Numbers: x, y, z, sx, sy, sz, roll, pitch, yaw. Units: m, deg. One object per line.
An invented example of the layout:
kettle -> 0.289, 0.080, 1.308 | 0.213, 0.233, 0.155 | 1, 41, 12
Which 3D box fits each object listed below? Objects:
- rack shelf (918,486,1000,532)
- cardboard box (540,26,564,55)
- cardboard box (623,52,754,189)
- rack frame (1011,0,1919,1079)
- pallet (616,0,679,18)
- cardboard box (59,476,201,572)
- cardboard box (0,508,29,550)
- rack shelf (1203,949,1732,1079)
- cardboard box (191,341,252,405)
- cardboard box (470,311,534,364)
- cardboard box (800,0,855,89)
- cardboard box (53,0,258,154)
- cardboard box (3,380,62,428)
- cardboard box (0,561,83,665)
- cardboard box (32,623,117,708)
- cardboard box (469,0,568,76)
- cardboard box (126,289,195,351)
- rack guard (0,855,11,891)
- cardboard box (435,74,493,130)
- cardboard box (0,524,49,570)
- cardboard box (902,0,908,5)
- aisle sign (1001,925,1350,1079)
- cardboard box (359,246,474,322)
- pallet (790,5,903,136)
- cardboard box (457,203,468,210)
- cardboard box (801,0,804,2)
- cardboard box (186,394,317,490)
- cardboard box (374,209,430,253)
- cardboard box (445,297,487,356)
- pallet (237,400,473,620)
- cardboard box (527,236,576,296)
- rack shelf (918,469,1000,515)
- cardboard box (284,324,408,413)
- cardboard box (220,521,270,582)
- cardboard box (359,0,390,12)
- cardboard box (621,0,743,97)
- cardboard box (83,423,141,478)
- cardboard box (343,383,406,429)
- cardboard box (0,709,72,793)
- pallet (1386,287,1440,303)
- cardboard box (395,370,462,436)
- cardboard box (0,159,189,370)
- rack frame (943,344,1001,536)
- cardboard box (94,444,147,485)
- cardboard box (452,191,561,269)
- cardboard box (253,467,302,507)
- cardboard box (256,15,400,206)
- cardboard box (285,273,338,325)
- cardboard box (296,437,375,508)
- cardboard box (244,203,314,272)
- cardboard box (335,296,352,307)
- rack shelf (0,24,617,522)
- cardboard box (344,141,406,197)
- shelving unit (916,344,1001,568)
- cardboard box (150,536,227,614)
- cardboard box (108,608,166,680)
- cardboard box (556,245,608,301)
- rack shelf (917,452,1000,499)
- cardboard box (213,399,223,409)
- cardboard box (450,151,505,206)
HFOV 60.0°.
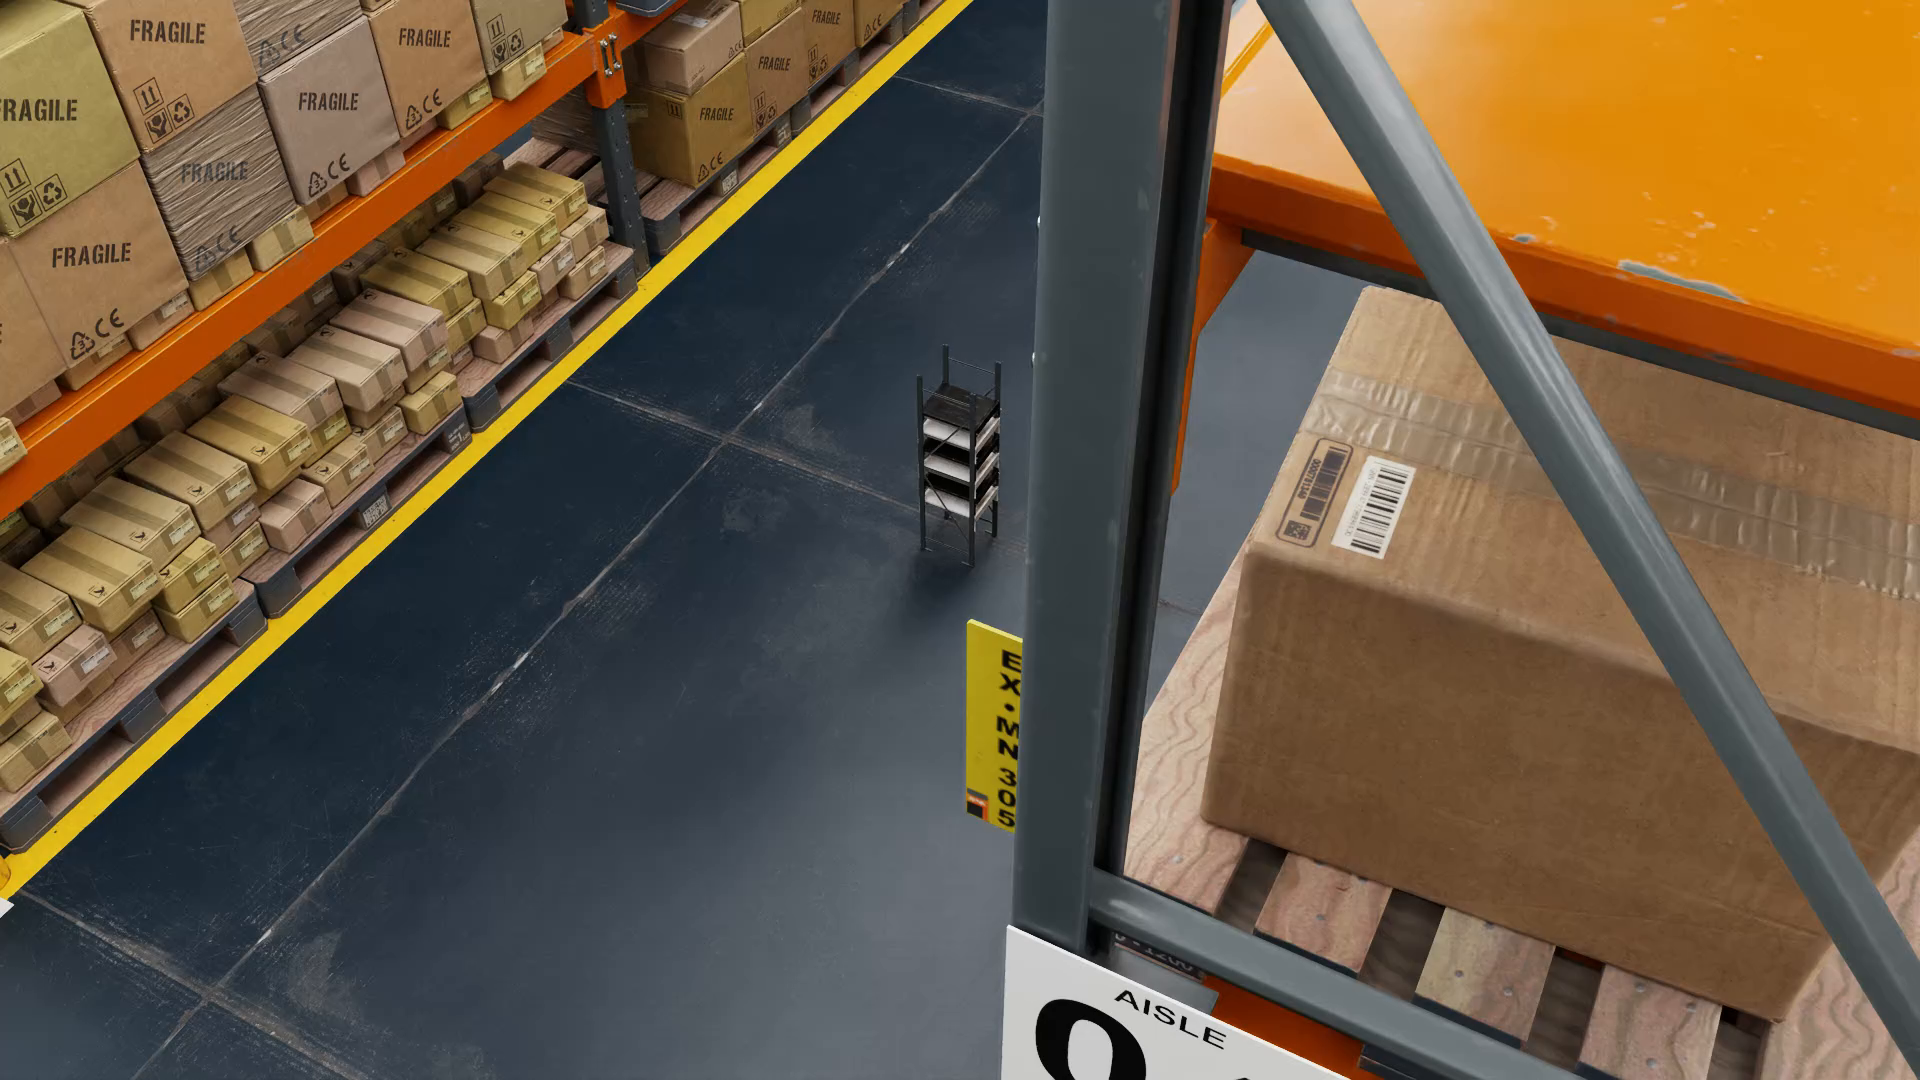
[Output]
rack shelf -> -0.004, -0.161, 6.577 | 0.258, 0.077, 0.200 | 20, 49, 19
cardboard box -> -1.888, -2.140, 6.932 | 0.380, 0.149, 0.250 | 20, 49, 19
cardboard box -> -1.385, -2.132, 8.210 | 0.500, 0.500, 0.500 | 22, 49, 21
rack frame -> 0.526, -0.373, 0.791 | 1.000, 3.000, 0.127 | 20, 49, 19
pallet -> -1.479, -2.851, 7.594 | 1.003, 0.211, 1.213 | 20, 49, 19
cardboard box -> -2.982, -0.051, 5.982 | 0.380, 0.149, 0.250 | 18, 48, 17
cardboard box -> -3.623, -0.081, 6.012 | 0.380, 0.149, 0.250 | 19, 48, 18
rack shelf -> 1.455, -0.325, 3.359 | 1.077, 0.370, 4.000 | 20, 49, 19
cardboard box -> -3.055, -0.715, 6.639 | 0.380, 0.149, 0.250 | 21, 49, 19
cardboard box -> -2.104, -0.947, 7.286 | 0.380, 0.149, 0.250 | 19, 48, 18
cardboard box -> -0.910, -2.800, 8.871 | 0.500, 0.500, 0.500 | 21, 49, 20
cardboard box -> -2.653, -1.614, 5.254 | 0.500, 0.500, 0.500 | 19, 48, 18
cardboard box -> -3.127, -0.507, 5.319 | 0.380, 0.149, 0.250 | 23, 50, 21
cardboard box -> -3.254, 0.249, 5.686 | 0.380, 0.149, 0.250 | 21, 49, 20
cardboard box -> -3.172, 0.386, 5.760 | 0.380, 0.149, 0.250 | 20, 49, 19
cardboard box -> -1.937, -2.227, 6.562 | 0.500, 0.500, 0.500 | 21, 49, 19
cardboard box -> -2.839, -0.816, 5.624 | 0.380, 0.149, 0.250 | 20, 49, 18
rack guard -> -3.785, 0.866, 5.543 | 1.175, 0.500, 0.348 | 20, 49, 19
cardboard box -> -2.088, -1.793, 6.589 | 0.380, 0.149, 0.250 | 22, 49, 21
cardboard box -> -3.588, 0.030, 6.111 | 0.380, 0.149, 0.250 | 19, 48, 17
cardboard box -> -0.425, -3.447, 9.510 | 0.500, 0.500, 0.500 | 22, 49, 21
aisle sign -> 0.227, 0.769, 2.054 | 0.394, 0.787, 0.004 | 20, 49, 19
cardboard box -> -2.280, -1.059, 6.978 | 0.380, 0.149, 0.250 | 22, 49, 20
pallet -> -1.038, -2.767, 9.337 | 1.003, 0.211, 1.213 | 20, 49, 19
cardboard box -> -2.415, -1.612, 7.735 | 0.380, 0.149, 0.250 | 23, 50, 21
cardboard box -> -0.900, -3.052, 8.592 | 0.500, 0.250, 0.500 | 22, 49, 20
cardboard box -> -2.682, -0.373, 6.301 | 0.380, 0.149, 0.250 | 21, 49, 20
cardboard box -> -2.561, -1.362, 7.278 | 0.380, 0.149, 0.250 | 20, 49, 19
cardboard box -> -2.254, -0.957, 7.087 | 0.380, 0.149, 0.250 | 21, 49, 19
pallet -> -2.809, -0.299, 6.897 | 1.003, 0.211, 1.213 | 20, 49, 19
cardboard box -> -1.942, -1.257, 7.384 | 0.380, 0.149, 0.250 | 18, 48, 17
rack shelf -> -0.004, -0.225, 6.513 | 0.258, 0.077, 0.200 | 20, 49, 19
cardboard box -> -2.438, -0.684, 6.608 | 0.380, 0.149, 0.250 | 19, 48, 18
cardboard box -> -2.885, -0.003, 6.353 | 0.380, 0.149, 0.250 | 21, 49, 19
cardboard box -> -2.177, -2.263, 5.896 | 0.500, 0.500, 0.500 | 19, 48, 18
cardboard box -> -1.386, -2.396, 7.944 | 0.500, 0.250, 0.500 | 18, 48, 17
cardboard box -> -3.372, -0.411, 6.338 | 0.380, 0.149, 0.250 | 22, 49, 20
cardboard box -> -2.498, -0.628, 6.762 | 0.380, 0.149, 0.250 | 18, 48, 17
cardboard box -> -3.293, 0.665, 5.693 | 0.380, 0.149, 0.250 | 21, 49, 20
pallet -> 1.427, -0.529, 3.118 | 1.003, 0.211, 1.213 | 20, 49, 19
cardboard box -> -2.324, -0.619, 6.962 | 0.380, 0.149, 0.250 | 20, 49, 19
cardboard box -> -2.902, -0.947, 5.297 | 0.500, 0.500, 0.500 | 21, 49, 20
rack frame -> 0.043, -0.375, 6.488 | 0.240, 0.900, 0.006 | 20, 49, 19
cardboard box -> -3.359, -0.300, 6.438 | 0.380, 0.149, 0.250 | 21, 49, 20
cardboard box -> -1.981, -1.356, 7.272 | 0.380, 0.149, 0.250 | 21, 49, 20
cardboard box -> -2.794, -0.307, 6.444 | 0.380, 0.149, 0.250 | 23, 50, 21
cardboard box -> -2.412, -1.587, 5.930 | 0.500, 0.500, 0.500 | 20, 49, 19
cardboard box -> -2.852, -1.056, 6.976 | 0.380, 0.149, 0.250 | 21, 49, 20
cardboard box -> -2.587, -0.314, 6.661 | 0.380, 0.149, 0.250 | 20, 49, 19
cardboard box -> -2.550, -1.131, 5.935 | 0.380, 0.149, 0.250 | 21, 49, 20
cardboard box -> -2.662, -1.089, 7.217 | 0.380, 0.149, 0.250 | 18, 48, 17
rack shelf -> -2.892, -0.972, 6.108 | 1.077, 0.370, 4.000 | 20, 49, 19
cardboard box -> -2.330, -1.457, 6.258 | 0.380, 0.149, 0.250 | 18, 48, 17
shelving unit -> -0.004, -0.311, 6.425 | 0.258, 0.900, 0.210 | 20, 49, 19
cardboard box -> -2.922, 0.076, 6.066 | 0.380, 0.149, 0.250 | 22, 49, 20
cardboard box -> -3.135, 0.314, 6.040 | 0.380, 0.149, 0.250 | 21, 49, 19
cardboard box -> -1.843, -1.271, 7.606 | 0.380, 0.149, 0.250 | 21, 49, 20
rack shelf -> -0.004, -0.288, 6.449 | 0.258, 0.077, 0.200 | 20, 49, 19
cardboard box -> -3.120, -0.638, 6.772 | 0.380, 0.149, 0.250 | 21, 49, 19
cardboard box -> -2.307, -1.691, 7.603 | 0.380, 0.149, 0.250 | 22, 49, 21
